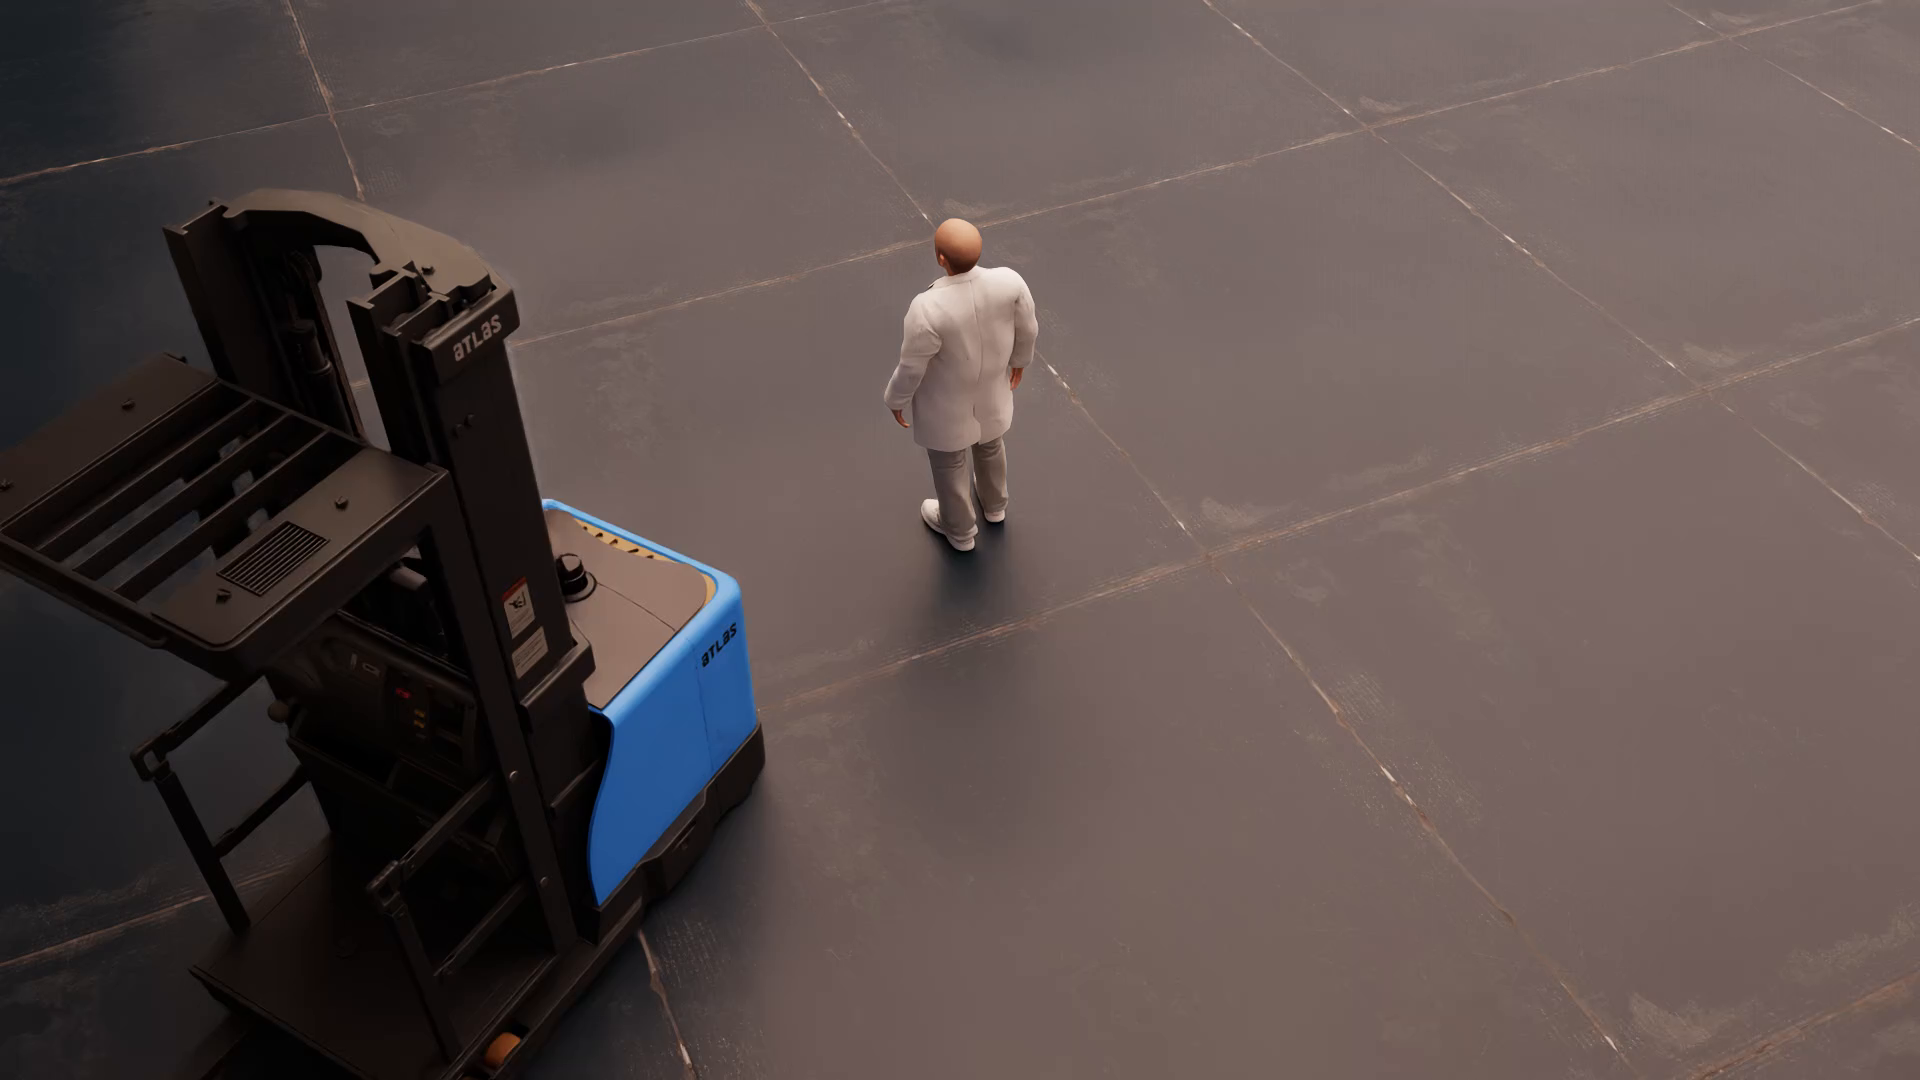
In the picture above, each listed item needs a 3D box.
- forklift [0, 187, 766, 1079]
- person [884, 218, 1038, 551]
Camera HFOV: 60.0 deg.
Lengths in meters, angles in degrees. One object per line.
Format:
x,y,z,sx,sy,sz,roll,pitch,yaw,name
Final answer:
-1.965,0.564,5.076,1.130,2.935,3.031,22,47,22,forklift
-0.033,-0.713,7.278,0.696,1.776,0.581,-18,46,-18,person
